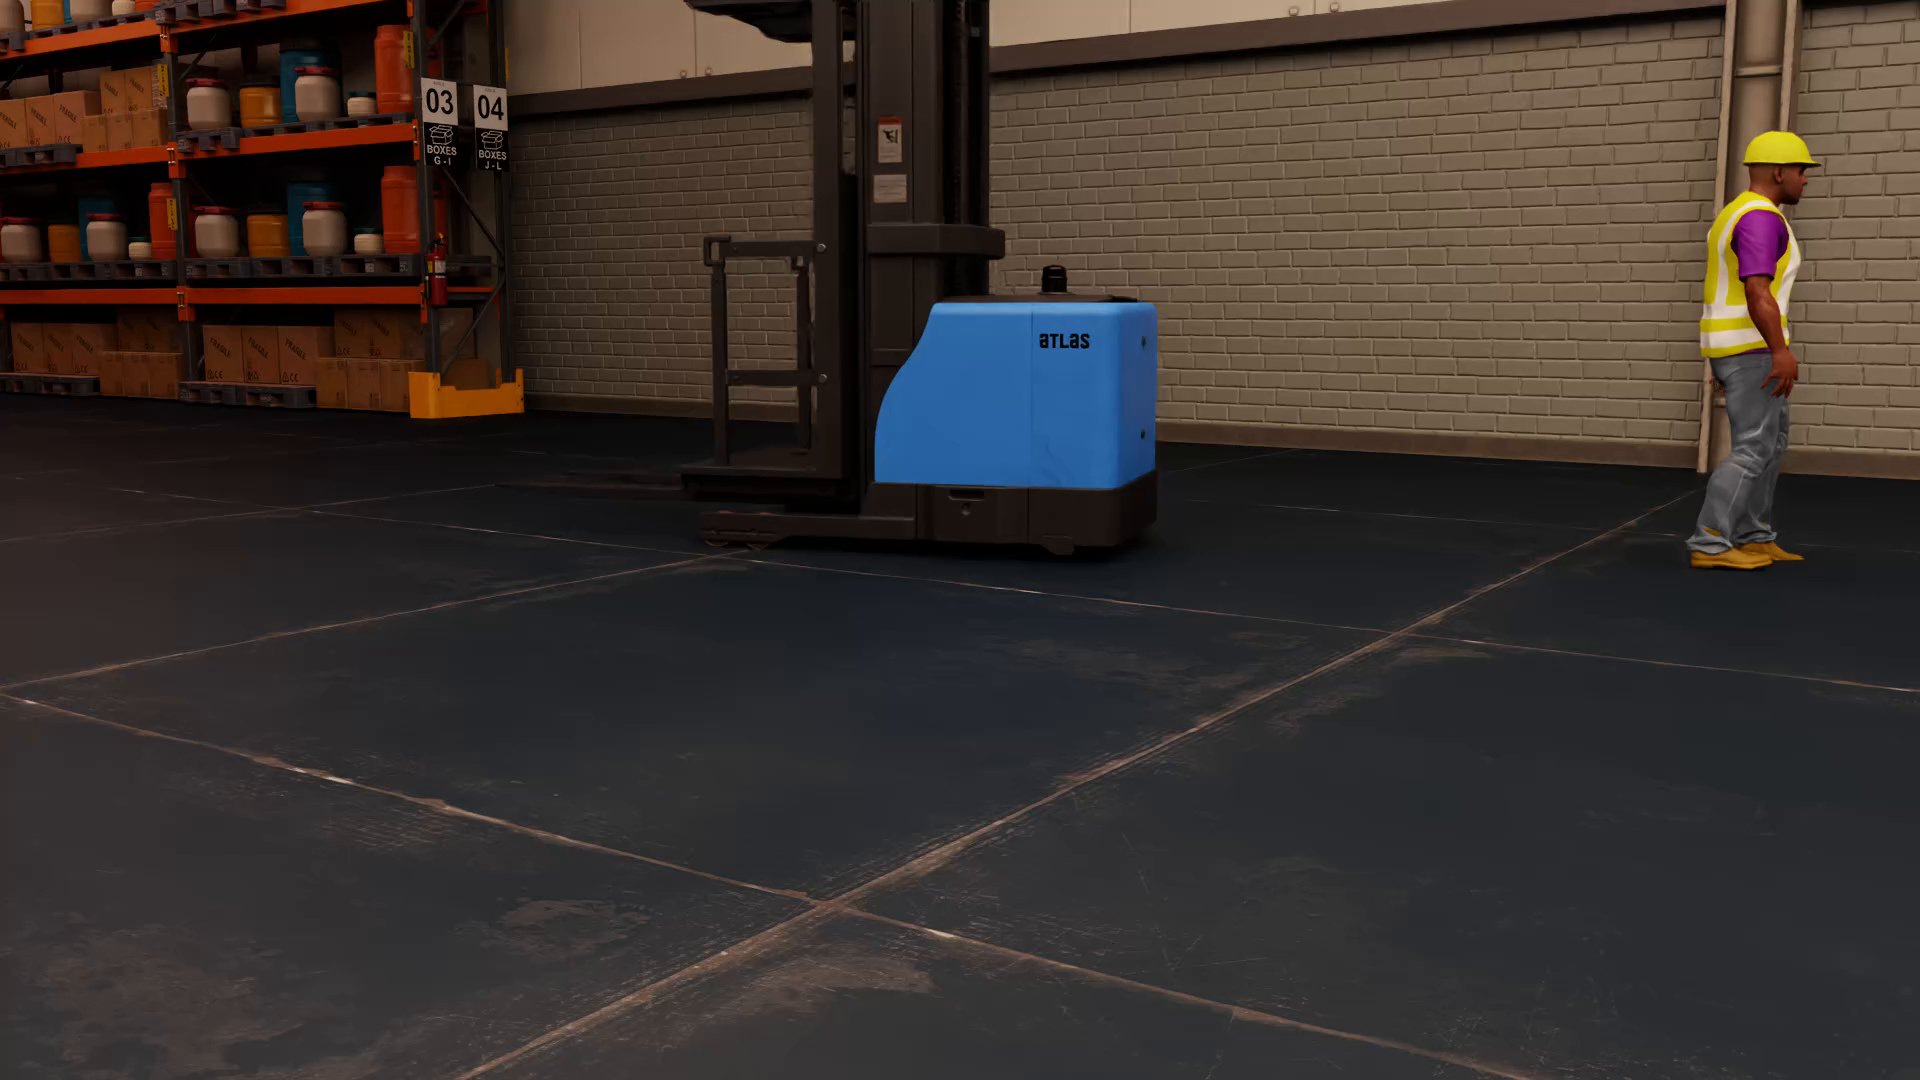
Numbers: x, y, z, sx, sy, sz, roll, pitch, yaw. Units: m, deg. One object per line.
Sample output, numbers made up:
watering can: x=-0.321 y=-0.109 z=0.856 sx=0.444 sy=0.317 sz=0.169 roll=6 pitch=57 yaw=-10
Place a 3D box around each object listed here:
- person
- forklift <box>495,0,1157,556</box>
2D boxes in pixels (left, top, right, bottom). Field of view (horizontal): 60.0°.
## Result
person: x=3.259 y=-0.746 z=6.746 sx=0.525 sy=1.783 sz=0.656 roll=2 pitch=8 yaw=15
forklift: x=-0.657 y=-1.478 z=7.585 sx=3.031 sy=2.935 sz=1.130 roll=2 pitch=8 yaw=16
